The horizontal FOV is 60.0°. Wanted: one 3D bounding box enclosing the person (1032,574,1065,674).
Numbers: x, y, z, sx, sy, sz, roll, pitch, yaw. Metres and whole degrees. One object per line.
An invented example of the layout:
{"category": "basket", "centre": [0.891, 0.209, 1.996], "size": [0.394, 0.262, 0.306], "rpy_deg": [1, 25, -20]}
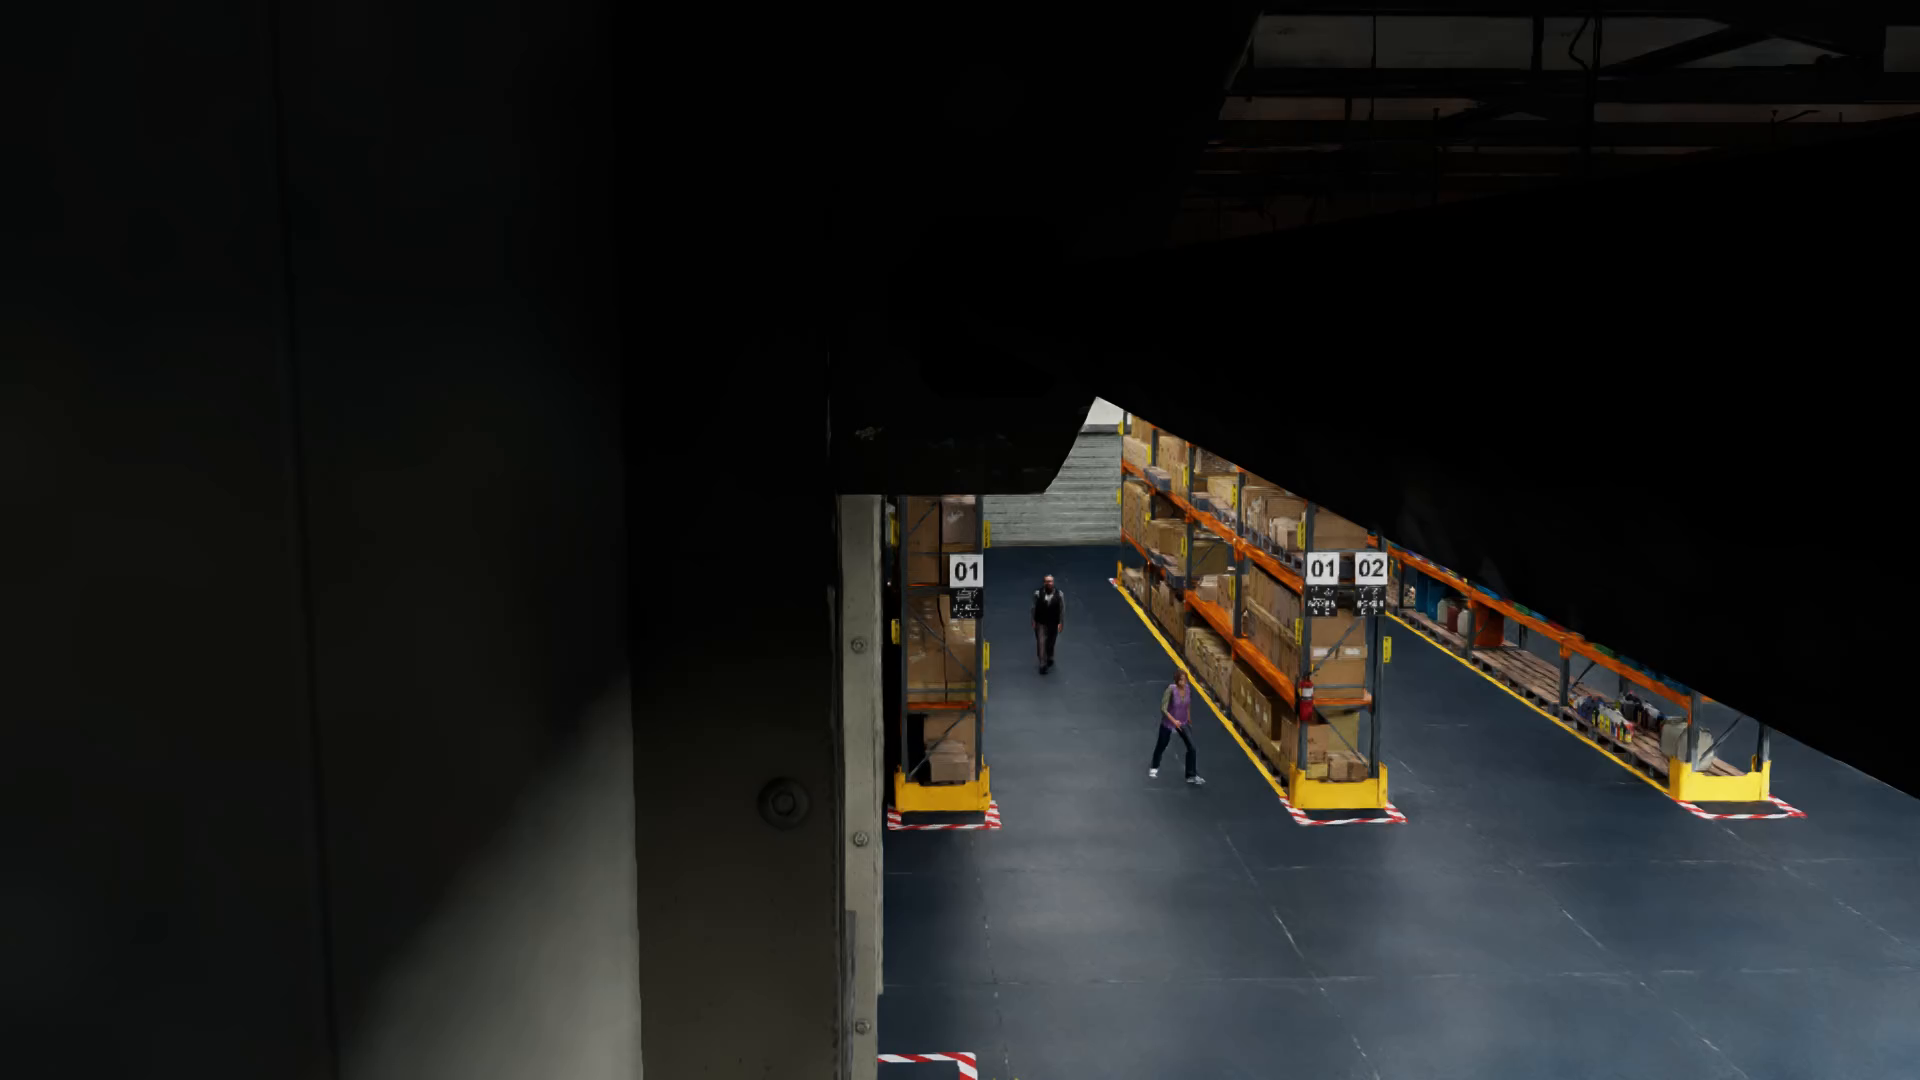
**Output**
{"category": "person", "centre": [1.499, 1.381, 28.045], "size": [0.543, 1.649, 1.119], "rpy_deg": [-1, 8, -5]}

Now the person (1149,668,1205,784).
{"category": "person", "centre": [2.806, 2.386, 21.655], "size": [0.562, 1.527, 0.782], "rpy_deg": [-3, 9, -19]}
